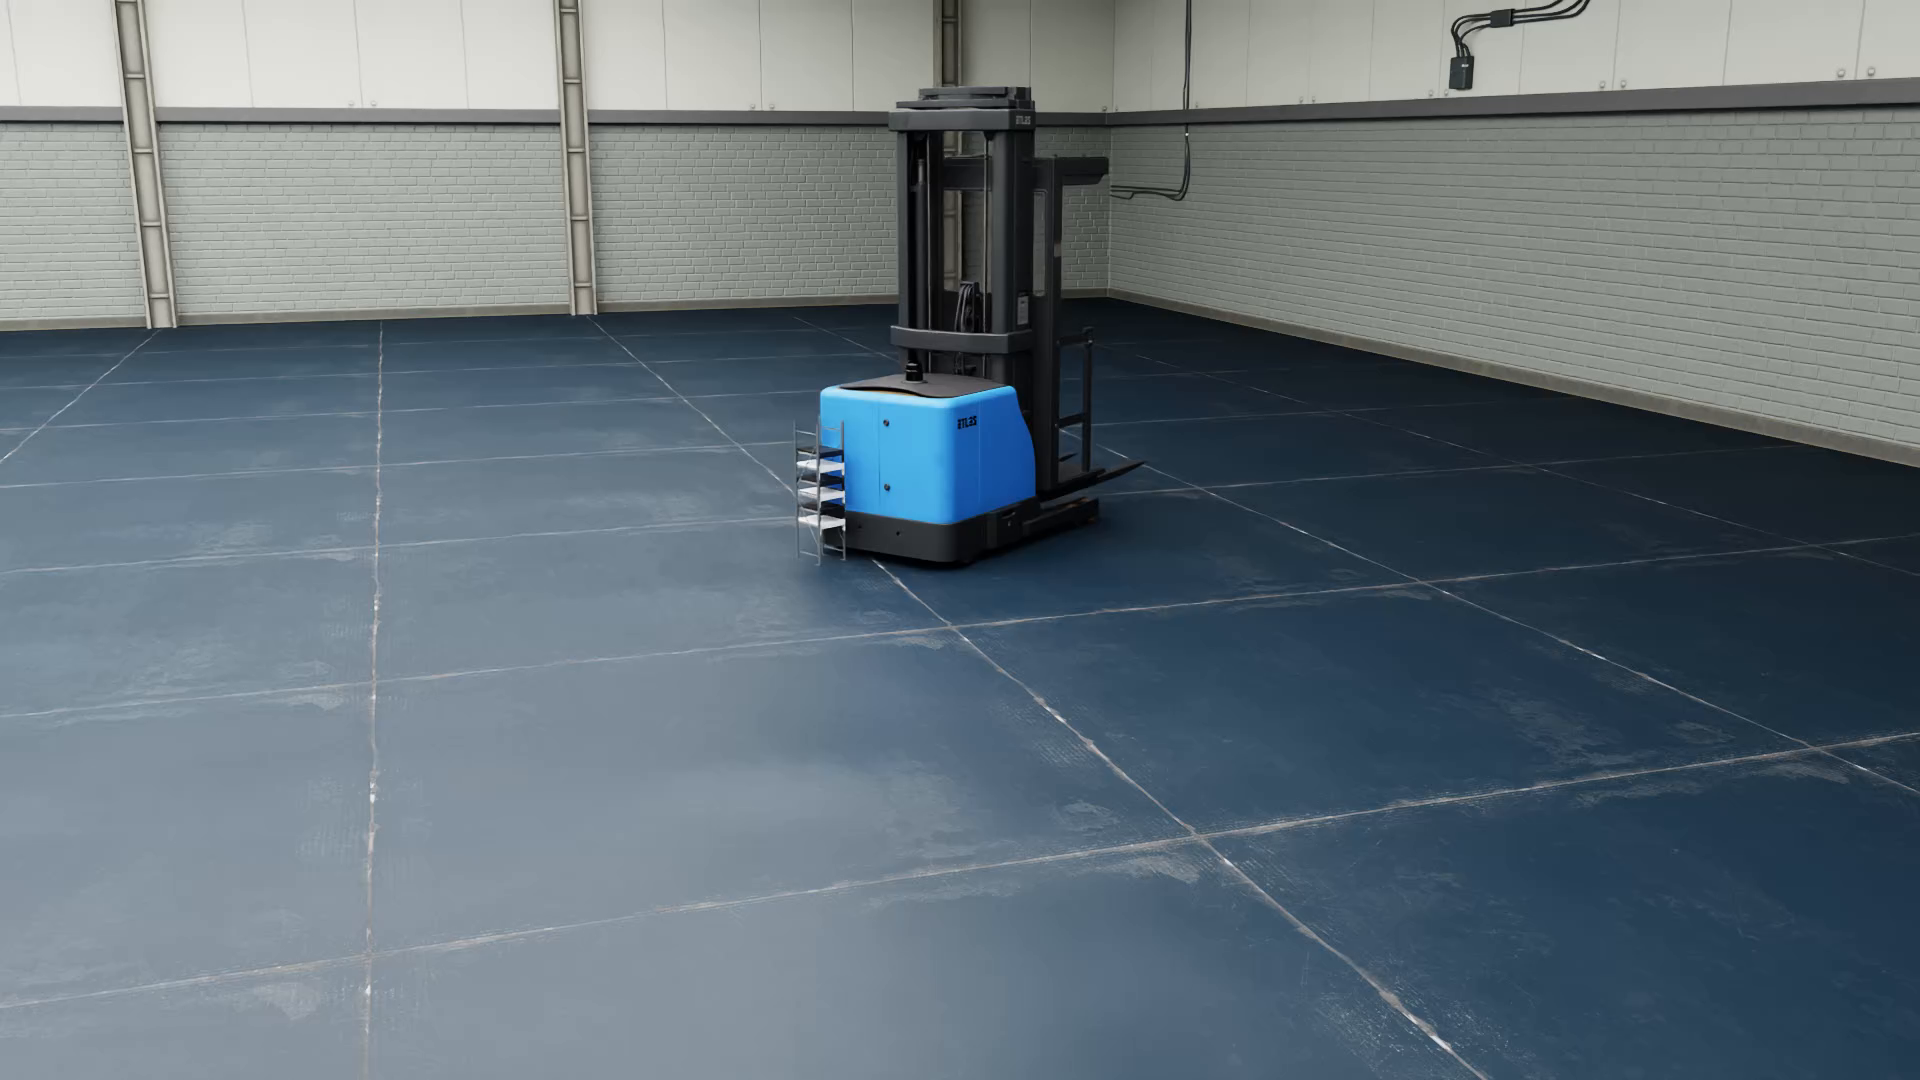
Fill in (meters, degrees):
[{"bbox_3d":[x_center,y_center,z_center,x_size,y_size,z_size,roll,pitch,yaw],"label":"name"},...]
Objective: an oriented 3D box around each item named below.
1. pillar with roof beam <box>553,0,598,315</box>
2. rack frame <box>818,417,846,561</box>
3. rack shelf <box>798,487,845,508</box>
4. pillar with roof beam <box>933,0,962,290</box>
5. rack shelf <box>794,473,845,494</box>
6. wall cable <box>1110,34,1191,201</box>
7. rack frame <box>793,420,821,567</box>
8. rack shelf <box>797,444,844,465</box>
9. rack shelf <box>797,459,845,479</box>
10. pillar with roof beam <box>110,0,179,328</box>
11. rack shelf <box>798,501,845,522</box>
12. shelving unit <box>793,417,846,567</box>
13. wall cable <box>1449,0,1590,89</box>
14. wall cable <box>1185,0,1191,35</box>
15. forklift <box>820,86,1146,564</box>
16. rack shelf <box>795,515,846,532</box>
[{"bbox_3d":[-4.517,-6.974,21.015,0.400,9.000,9.100,-4,14,-18],"label":"pillar with roof beam"},{"bbox_3d":[-0.812,-0.324,10.559,0.006,0.900,0.240,-13,18,-43],"label":"rack frame"},{"bbox_3d":[-0.885,-0.275,10.497,0.200,0.077,0.258,-13,18,-43],"label":"rack shelf"},{"bbox_3d":[1.170,-7.417,22.876,0.400,9.000,9.100,-4,14,-18],"label":"pillar with roof beam"},{"bbox_3d":[-0.884,-0.362,10.476,0.200,0.077,0.258,-13,18,-43],"label":"rack shelf"},{"bbox_3d":[3.011,-6.777,26.900,0.112,2.526,3.097,-4,14,-18],"label":"wall cable"},{"bbox_3d":[-0.957,-0.291,10.420,0.006,0.900,0.240,-13,18,-43],"label":"rack frame"},{"bbox_3d":[-0.884,-0.538,10.435,0.200,0.077,0.258,-13,18,-43],"label":"rack shelf"},{"bbox_3d":[-0.884,-0.450,10.456,0.200,0.077,0.258,-13,18,-43],"label":"rack shelf"},{"bbox_3d":[-10.203,-6.531,19.153,0.400,9.000,9.100,-4,14,-18],"label":"pillar with roof beam"},{"bbox_3d":[-0.885,-0.187,10.518,0.200,0.077,0.258,-13,18,-43],"label":"rack shelf"},{"bbox_3d":[-0.884,-0.307,10.490,0.210,0.900,0.258,-13,18,-43],"label":"shelving unit"},{"bbox_3d":[6.024,-7.859,17.389,0.169,6.003,2.305,-4,14,-18],"label":"wall cable"},{"bbox_3d":[3.874,-8.641,23.821,0.112,2.526,3.097,-4,14,-18],"label":"wall cable"},{"bbox_3d":[0.320,-1.569,11.404,1.130,2.935,3.031,9,16,32],"label":"forklift"},{"bbox_3d":[-0.885,-0.100,10.539,0.200,0.077,0.258,-13,18,-43],"label":"rack shelf"}]
